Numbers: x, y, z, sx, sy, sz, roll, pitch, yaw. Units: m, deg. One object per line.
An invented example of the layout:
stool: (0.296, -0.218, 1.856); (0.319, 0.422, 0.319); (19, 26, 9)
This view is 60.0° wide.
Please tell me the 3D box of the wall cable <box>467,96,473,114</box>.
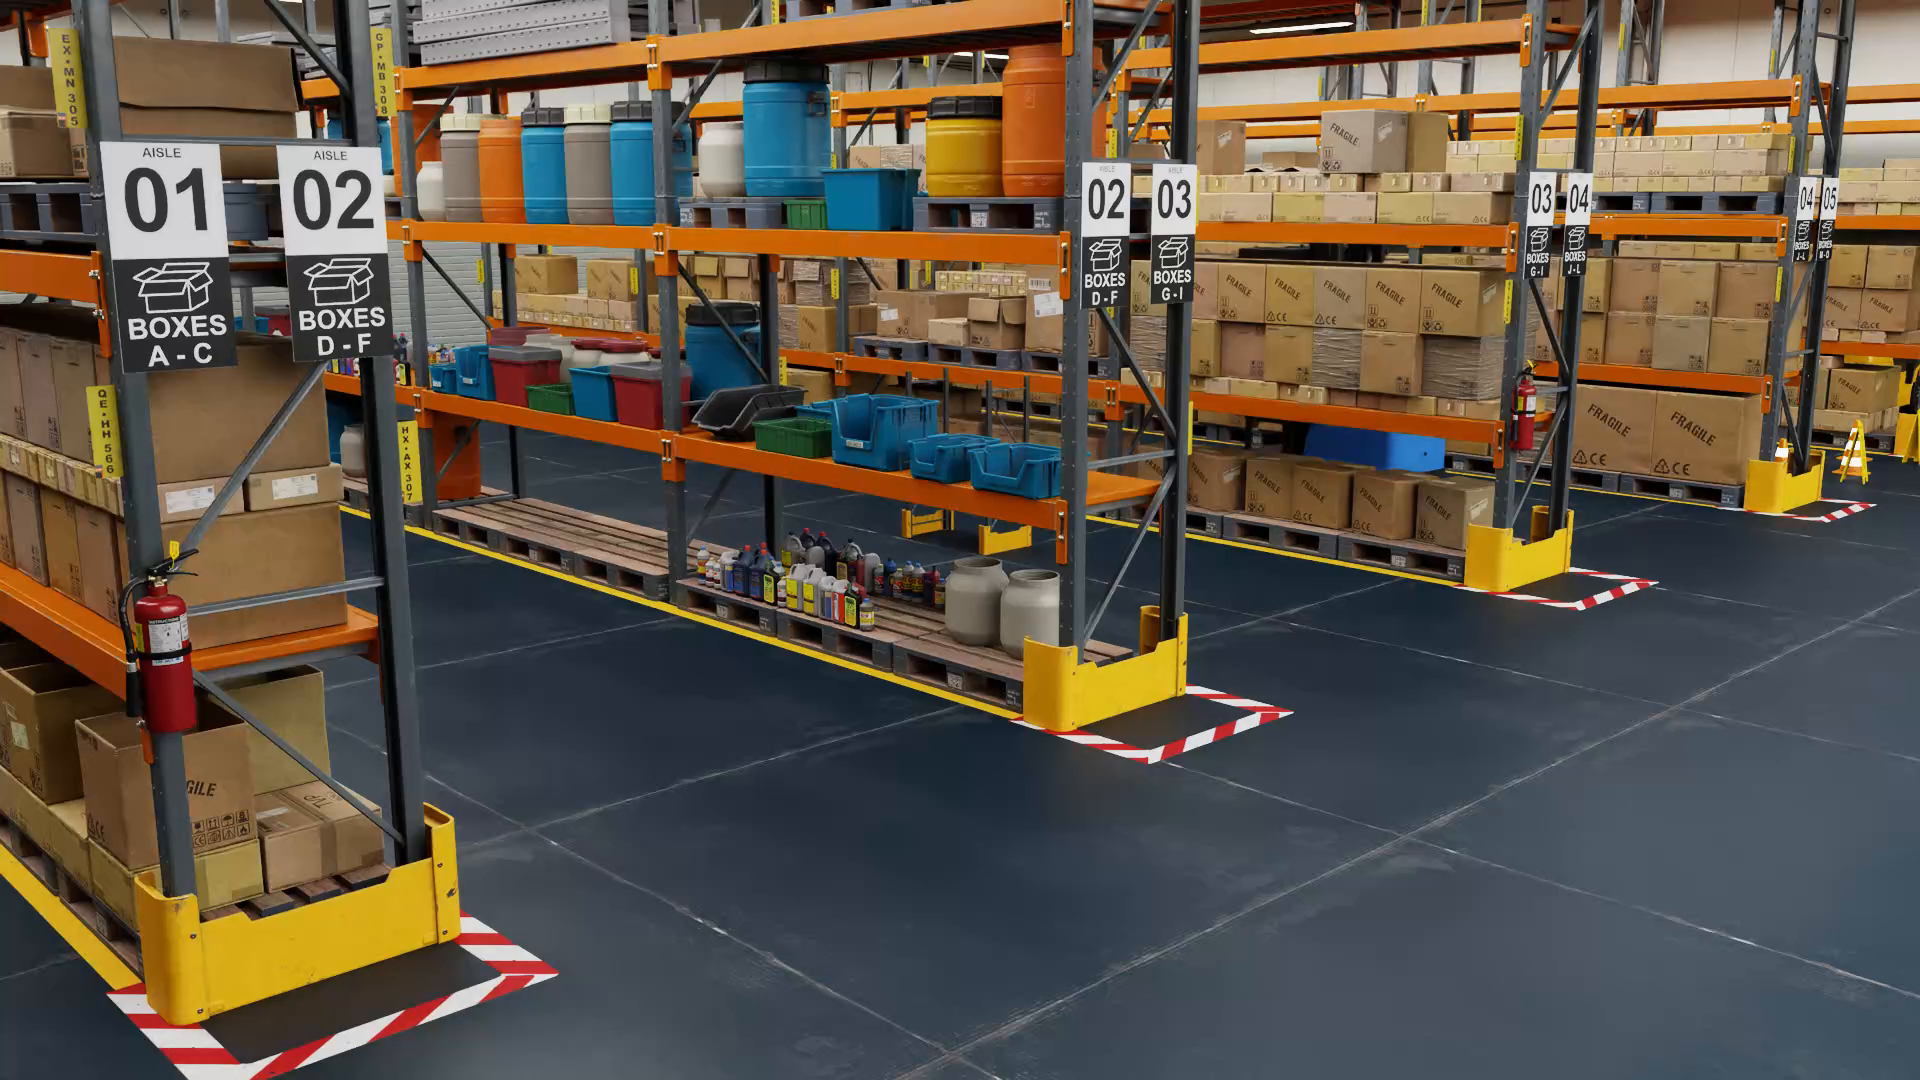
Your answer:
wall cable: (-7.908, -9.306, 29.809); (2.277, 5.999, 0.120); (-11, 16, -43)

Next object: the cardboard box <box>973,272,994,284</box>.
cardboard box: (0.406, -3.718, 23.630); (0.380, 0.149, 0.250); (-11, 16, -43)

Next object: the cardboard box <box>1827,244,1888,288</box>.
cardboard box: (10.867, -3.336, 20.208); (0.700, 0.500, 0.500); (-11, 16, -42)

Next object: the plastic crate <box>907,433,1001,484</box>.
plastic crate: (-0.035, -0.516, 10.349); (0.499, 0.251, 0.408); (-11, 16, -43)

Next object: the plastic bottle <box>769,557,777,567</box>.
plastic bottle: (-1.346, 0.255, 11.909); (0.097, 0.271, 0.097); (0, 12, 0)

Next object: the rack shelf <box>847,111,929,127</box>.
rack shelf: (-1.457, -6.456, 25.736); (1.077, 0.370, 4.000); (-11, 16, -43)

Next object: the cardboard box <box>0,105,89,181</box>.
cardboard box: (-3.983, -1.684, 7.052); (0.500, 0.311, 0.500); (-9, 14, -36)

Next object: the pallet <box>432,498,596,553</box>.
pallet: (-4.046, -0.145, 15.092); (1.003, 0.211, 1.213); (-11, 16, -43)

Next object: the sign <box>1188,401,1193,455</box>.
sign: (1.373, -0.673, 10.059); (0.100, 0.325, 0.005); (-11, 16, -43)

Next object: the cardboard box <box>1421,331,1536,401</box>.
cardboard box: (4.194, -1.431, 13.436); (0.875, 0.500, 0.500); (-11, 16, -43)

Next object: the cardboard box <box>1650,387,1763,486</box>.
cardboard box: (7.695, -1.083, 16.959); (0.875, 0.875, 0.875); (-11, 16, -42)

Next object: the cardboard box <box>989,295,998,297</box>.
cardboard box: (0.577, -3.390, 23.514); (0.250, 0.149, 0.380); (11, 16, 43)

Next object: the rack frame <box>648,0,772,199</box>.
rack frame: (-1.791, -3.984, 11.947); (1.000, 3.000, 0.127); (-11, 16, -43)

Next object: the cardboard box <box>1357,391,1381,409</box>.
cardboard box: (3.522, -1.188, 13.868); (0.380, 0.149, 0.250); (-11, 16, -43)

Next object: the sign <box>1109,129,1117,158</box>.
sign: (1.393, -3.573, 15.129); (0.100, 0.325, 0.005); (-11, 16, -43)

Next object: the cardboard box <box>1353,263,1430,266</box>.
cardboard box: (3.685, -2.101, 14.214); (0.500, 0.500, 0.500); (-11, 16, -43)

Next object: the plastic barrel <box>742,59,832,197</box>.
plastic barrel: (-1.181, -2.806, 11.379); (0.600, 0.901, 0.708); (-11, 16, -43)

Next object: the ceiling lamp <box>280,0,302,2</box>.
ceiling lamp: (-10.110, -9.337, 23.463); (2.000, 3.185, 0.800); (-11, 16, -43)

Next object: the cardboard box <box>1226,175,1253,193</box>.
cardboard box: (2.520, -3.083, 14.394); (0.380, 0.149, 0.250); (-11, 16, -44)

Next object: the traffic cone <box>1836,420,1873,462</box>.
traffic cone: (10.491, -1.173, 19.459); (0.336, 0.463, 0.334); (-11, 16, -43)

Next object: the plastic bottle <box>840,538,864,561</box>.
plastic bottle: (-0.782, 0.166, 12.149); (0.144, 0.351, 0.185); (-11, 16, -43)

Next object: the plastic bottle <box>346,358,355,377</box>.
plastic bottle: (-5.930, -1.738, 16.205); (0.061, 0.283, 0.133); (-11, 16, -43)

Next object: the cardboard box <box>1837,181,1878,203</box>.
cardboard box: (10.836, -4.187, 20.000); (0.500, 0.250, 0.500); (-11, 16, -43)

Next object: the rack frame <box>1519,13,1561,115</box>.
rack frame: (9.784, -7.331, 28.193); (1.000, 3.000, 0.127); (-11, 16, -43)

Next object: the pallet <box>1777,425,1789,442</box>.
pallet: (10.295, -1.480, 21.570); (1.003, 0.211, 1.213); (-11, 16, -43)

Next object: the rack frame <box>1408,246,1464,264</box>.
rack frame: (5.449, -2.412, 19.185); (1.000, 3.000, 0.127); (-11, 16, -43)

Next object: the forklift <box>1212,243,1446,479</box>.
forklift: (3.577, -2.022, 17.460); (1.130, 2.935, 3.031); (-11, 16, -42)

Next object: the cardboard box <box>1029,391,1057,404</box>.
cardboard box: (1.310, -2.188, 23.252); (0.500, 0.500, 0.500); (11, 16, 43)

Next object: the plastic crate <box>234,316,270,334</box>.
plastic crate: (-7.884, -2.255, 18.314); (0.392, 0.384, 0.575); (-11, 16, -43)

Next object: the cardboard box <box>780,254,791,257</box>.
cardboard box: (-2.720, -4.745, 27.047); (0.500, 0.500, 0.500); (-11, 16, -43)

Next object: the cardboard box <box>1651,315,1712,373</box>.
cardboard box: (7.526, -2.027, 16.944); (0.875, 0.550, 0.550); (-11, 16, -43)

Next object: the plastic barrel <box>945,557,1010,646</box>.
plastic barrel: (0.116, 0.393, 10.697); (0.421, 0.512, 0.421); (0, 12, 0)

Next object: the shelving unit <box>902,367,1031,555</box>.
shelving unit: (0.053, -0.723, 14.706); (0.587, 1.500, 1.083); (-11, 16, -43)

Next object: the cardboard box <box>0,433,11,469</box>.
cardboard box: (-4.258, -0.431, 7.712); (0.380, 0.149, 0.250); (-11, 16, -43)

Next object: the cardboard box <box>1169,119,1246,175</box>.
cardboard box: (2.287, -3.614, 15.362); (0.500, 0.500, 0.500); (11, 16, 43)

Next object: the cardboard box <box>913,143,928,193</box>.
cardboard box: (-0.132, -3.831, 17.152); (0.500, 0.500, 0.500); (11, 16, 44)

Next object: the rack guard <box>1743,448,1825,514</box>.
rack guard: (8.228, -0.600, 16.587); (1.175, 0.500, 0.348); (-11, 16, -43)

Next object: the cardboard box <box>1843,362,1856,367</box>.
cardboard box: (10.983, -1.994, 21.073); (0.500, 0.500, 0.500); (11, 16, 43)

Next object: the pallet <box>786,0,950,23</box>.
pallet: (-0.355, -3.401, 10.576); (1.003, 0.211, 1.213); (-11, 16, -43)

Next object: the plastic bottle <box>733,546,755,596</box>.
plastic bottle: (-1.533, 0.212, 11.922); (0.144, 0.351, 0.185); (-10, 16, -41)

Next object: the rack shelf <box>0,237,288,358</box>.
rack shelf: (-3.995, -1.181, 7.557); (1.077, 0.370, 4.000); (-11, 16, -43)

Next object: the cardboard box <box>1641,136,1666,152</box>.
cardboard box: (7.033, -3.970, 16.670); (0.380, 0.149, 0.250); (-11, 16, -42)

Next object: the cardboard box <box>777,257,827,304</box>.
cardboard box: (-1.912, -3.064, 19.616); (0.797, 0.503, 0.637); (-10, 16, -41)

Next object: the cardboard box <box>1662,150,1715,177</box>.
cardboard box: (7.326, -3.730, 16.494); (0.500, 0.250, 0.500); (-11, 16, -42)

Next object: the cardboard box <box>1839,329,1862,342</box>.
cardboard box: (10.892, -2.496, 20.217); (0.380, 0.149, 0.250); (-11, 16, -44)

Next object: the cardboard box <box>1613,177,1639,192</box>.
cardboard box: (6.859, -3.616, 16.928); (0.380, 0.149, 0.250); (-11, 16, -42)

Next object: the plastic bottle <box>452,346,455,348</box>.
plastic bottle: (-4.997, -1.774, 16.376); (0.061, 0.283, 0.133); (-11, 16, -43)

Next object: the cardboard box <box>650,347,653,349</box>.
cardboard box: (-4.131, -2.176, 22.263); (0.875, 0.875, 0.875); (-11, 16, -43)

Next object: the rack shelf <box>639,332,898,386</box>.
rack shelf: (-2.352, -2.259, 20.225); (1.077, 0.370, 4.000); (-11, 16, -43)

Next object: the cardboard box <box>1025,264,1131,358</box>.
cardboard box: (1.344, -2.371, 16.457); (1.000, 1.000, 1.000); (-11, 16, -42)

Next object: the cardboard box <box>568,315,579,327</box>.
cardboard box: (-5.068, -2.966, 22.499); (0.380, 0.149, 0.250); (-11, 16, -43)

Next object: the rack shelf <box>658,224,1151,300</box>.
rack shelf: (-0.410, -1.870, 10.905); (1.077, 0.370, 4.000); (-11, 16, -43)

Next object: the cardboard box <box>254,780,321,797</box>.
cardboard box: (-3.171, 1.187, 7.488); (0.500, 0.250, 0.500); (-11, 16, -43)

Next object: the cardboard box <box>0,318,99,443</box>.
cardboard box: (-4.025, -0.756, 7.687); (0.700, 0.500, 0.500); (-11, 16, -43)

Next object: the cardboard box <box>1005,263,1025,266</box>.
cardboard box: (1.159, -5.222, 30.100); (0.500, 0.500, 0.500); (11, 16, 44)

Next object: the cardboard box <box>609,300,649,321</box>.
cardboard box: (-4.228, -3.003, 21.689); (0.500, 0.250, 0.500); (-11, 16, -44)

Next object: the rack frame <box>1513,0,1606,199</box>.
rack frame: (4.554, -4.090, 12.463); (1.000, 3.000, 0.127); (-11, 16, -43)
